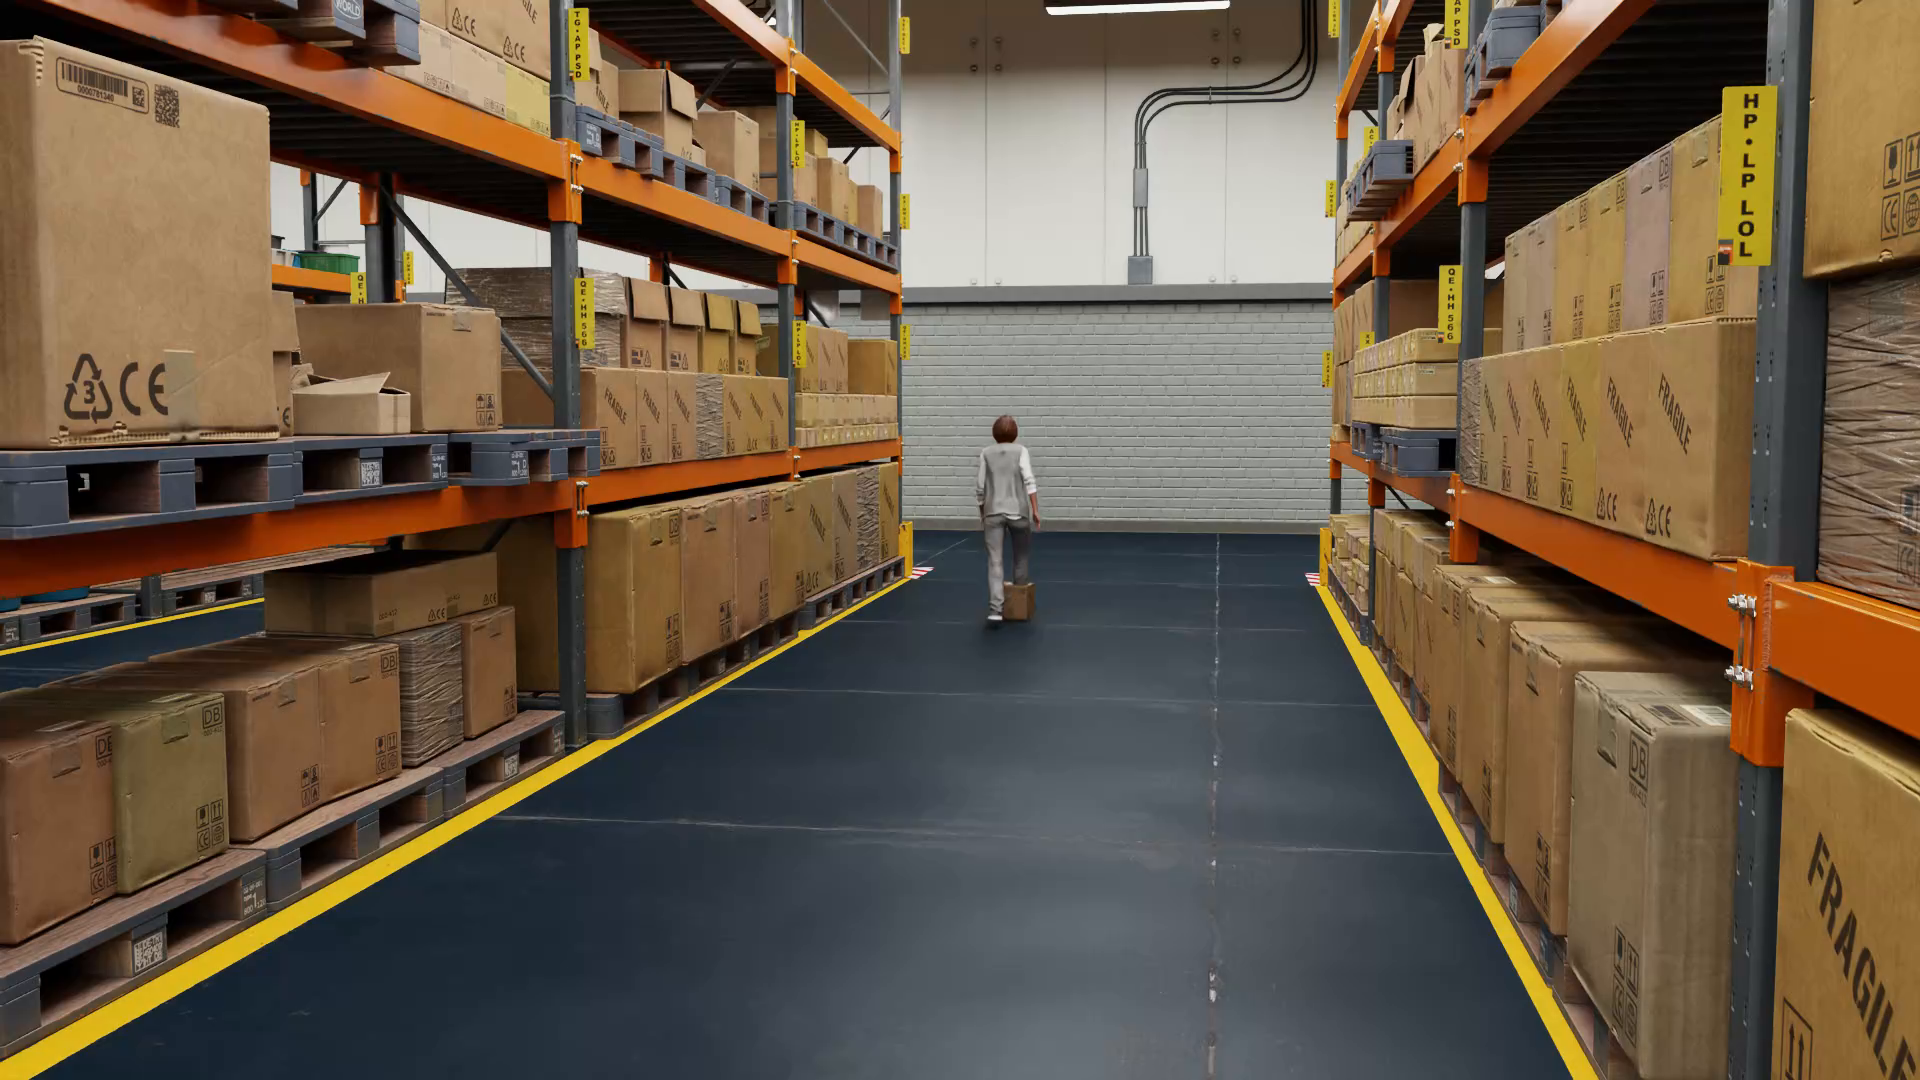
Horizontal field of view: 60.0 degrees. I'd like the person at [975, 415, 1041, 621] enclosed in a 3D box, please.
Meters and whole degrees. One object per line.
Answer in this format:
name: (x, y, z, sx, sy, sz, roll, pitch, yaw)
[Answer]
person: (0.357, -0.168, 12.461, 0.496, 1.507, 0.962, 0, 5, 2)
